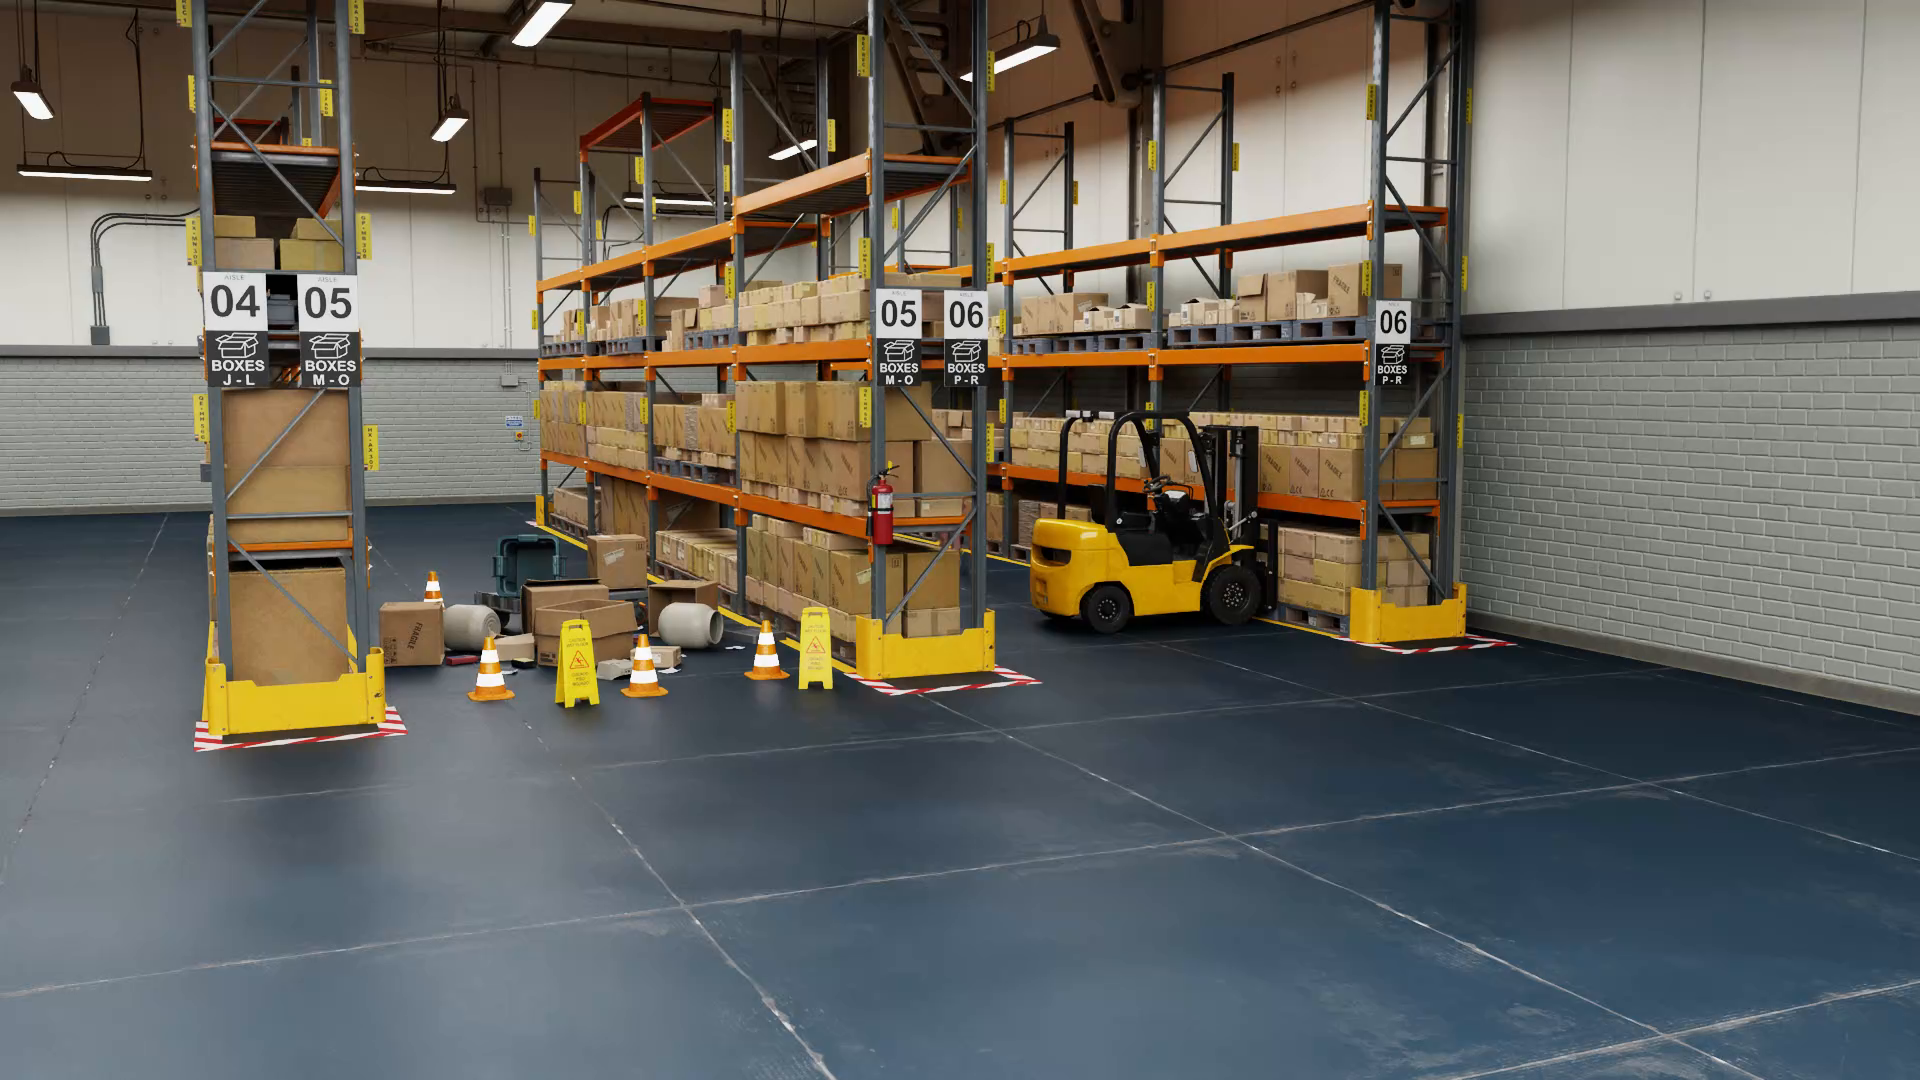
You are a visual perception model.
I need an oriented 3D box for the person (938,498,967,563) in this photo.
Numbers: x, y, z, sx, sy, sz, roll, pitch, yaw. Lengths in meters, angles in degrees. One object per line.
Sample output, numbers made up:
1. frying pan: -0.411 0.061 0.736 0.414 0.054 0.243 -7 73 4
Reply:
1. person: -0.173 -0.494 21.940 0.488 1.671 0.646 -1 6 -11
